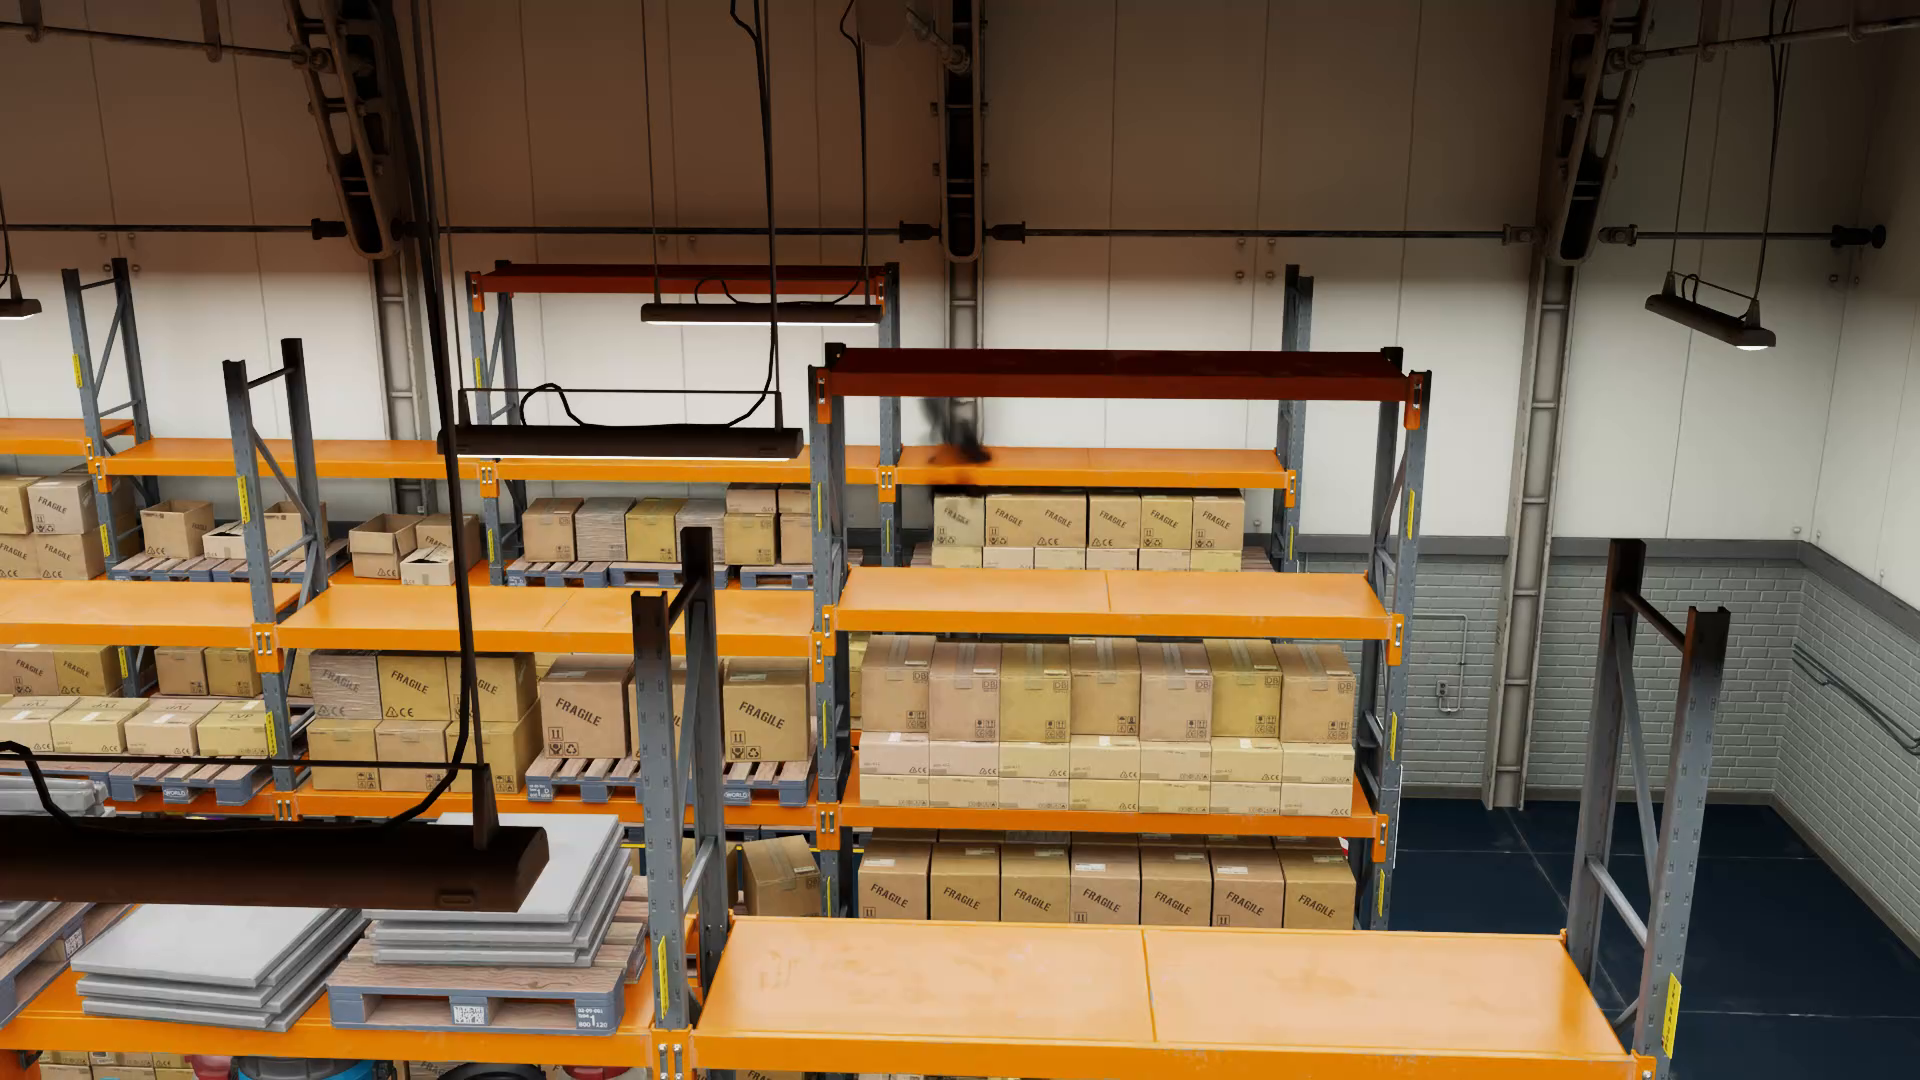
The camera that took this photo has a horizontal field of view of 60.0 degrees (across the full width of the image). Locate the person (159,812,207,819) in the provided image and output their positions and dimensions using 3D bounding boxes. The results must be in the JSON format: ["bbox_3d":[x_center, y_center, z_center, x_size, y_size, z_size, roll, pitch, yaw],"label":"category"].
[{"bbox_3d":[-6.896,3.077,14.771,0.894,1.762,0.698,2,16,5],"label":"person"}]
